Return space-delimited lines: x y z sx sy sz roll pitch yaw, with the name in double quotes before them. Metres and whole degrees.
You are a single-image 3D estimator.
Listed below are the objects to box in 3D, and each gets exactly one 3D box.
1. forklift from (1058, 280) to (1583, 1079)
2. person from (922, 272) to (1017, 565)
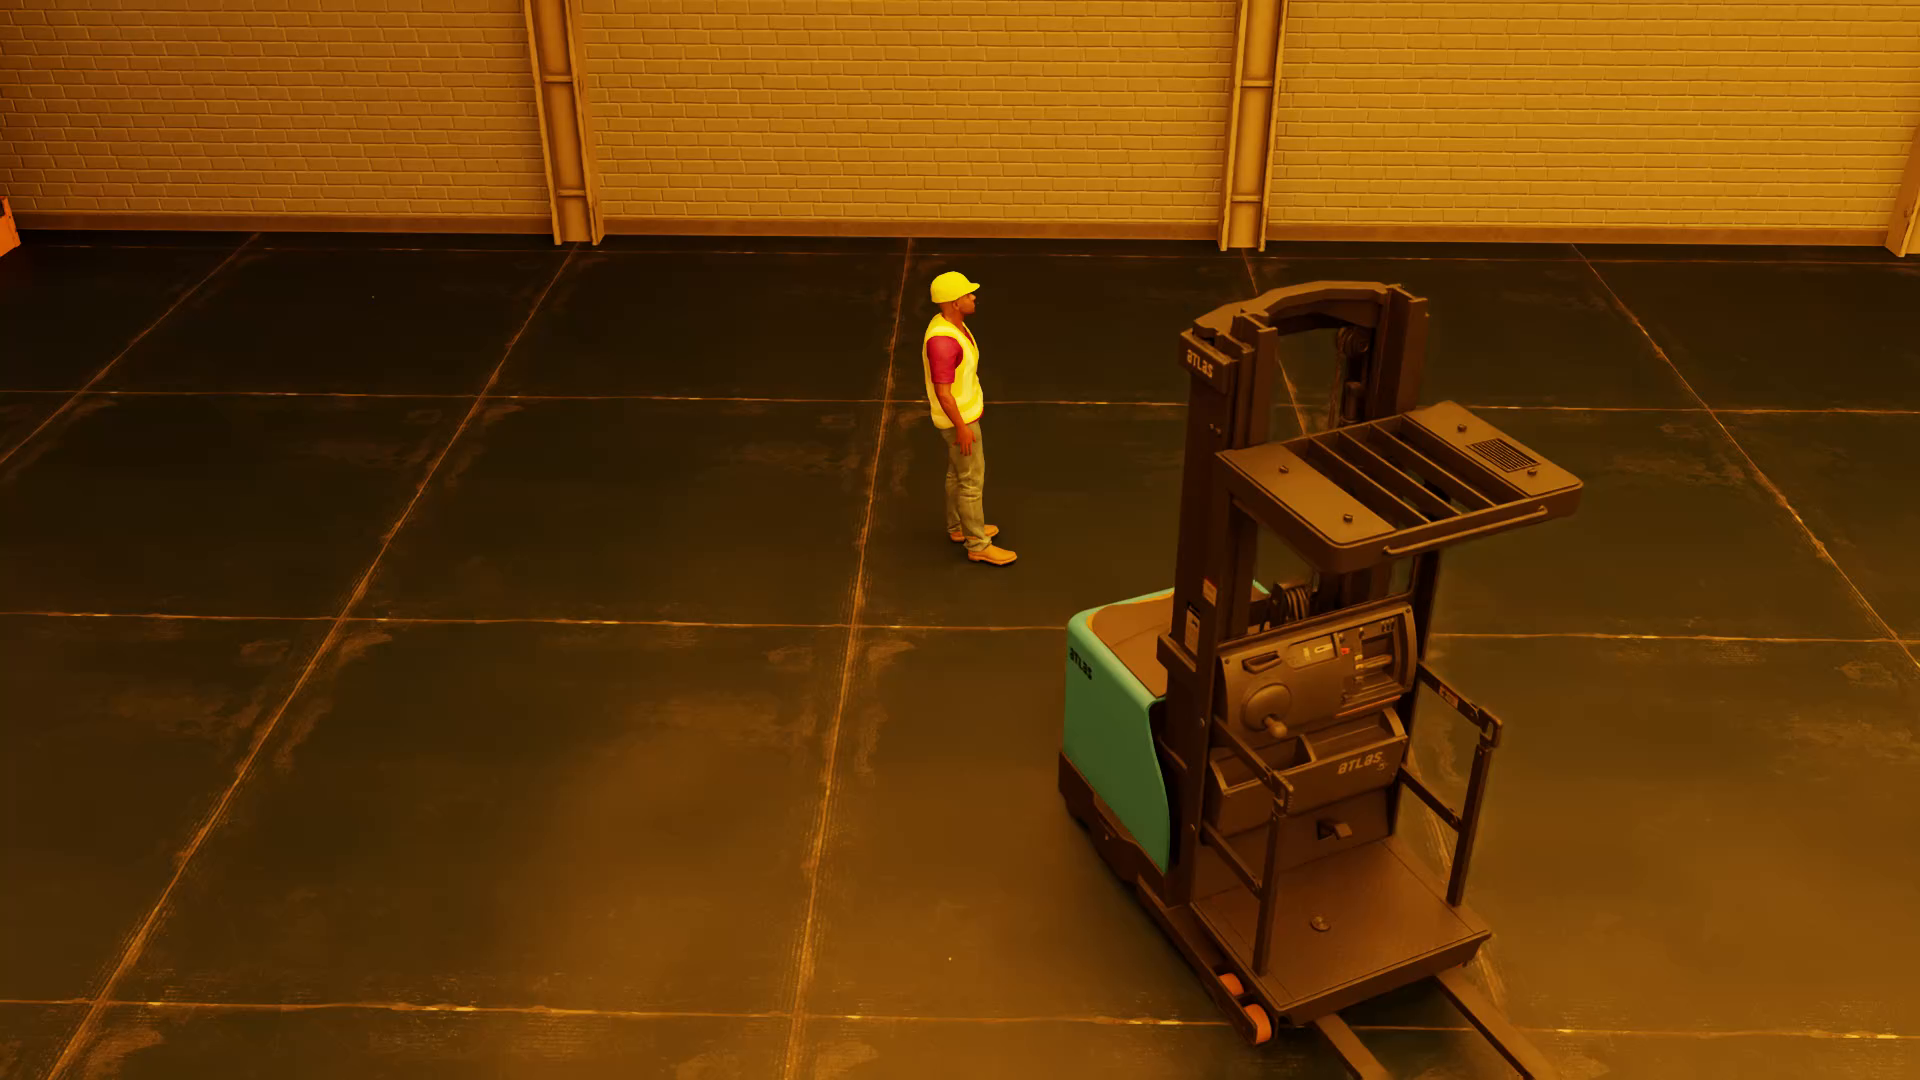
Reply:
"forklift" 1.561 0.588 6.618 1.130 2.935 3.031 -13 33 -21
"person" 0.069 -0.763 10.041 0.577 1.765 0.665 1 31 1
